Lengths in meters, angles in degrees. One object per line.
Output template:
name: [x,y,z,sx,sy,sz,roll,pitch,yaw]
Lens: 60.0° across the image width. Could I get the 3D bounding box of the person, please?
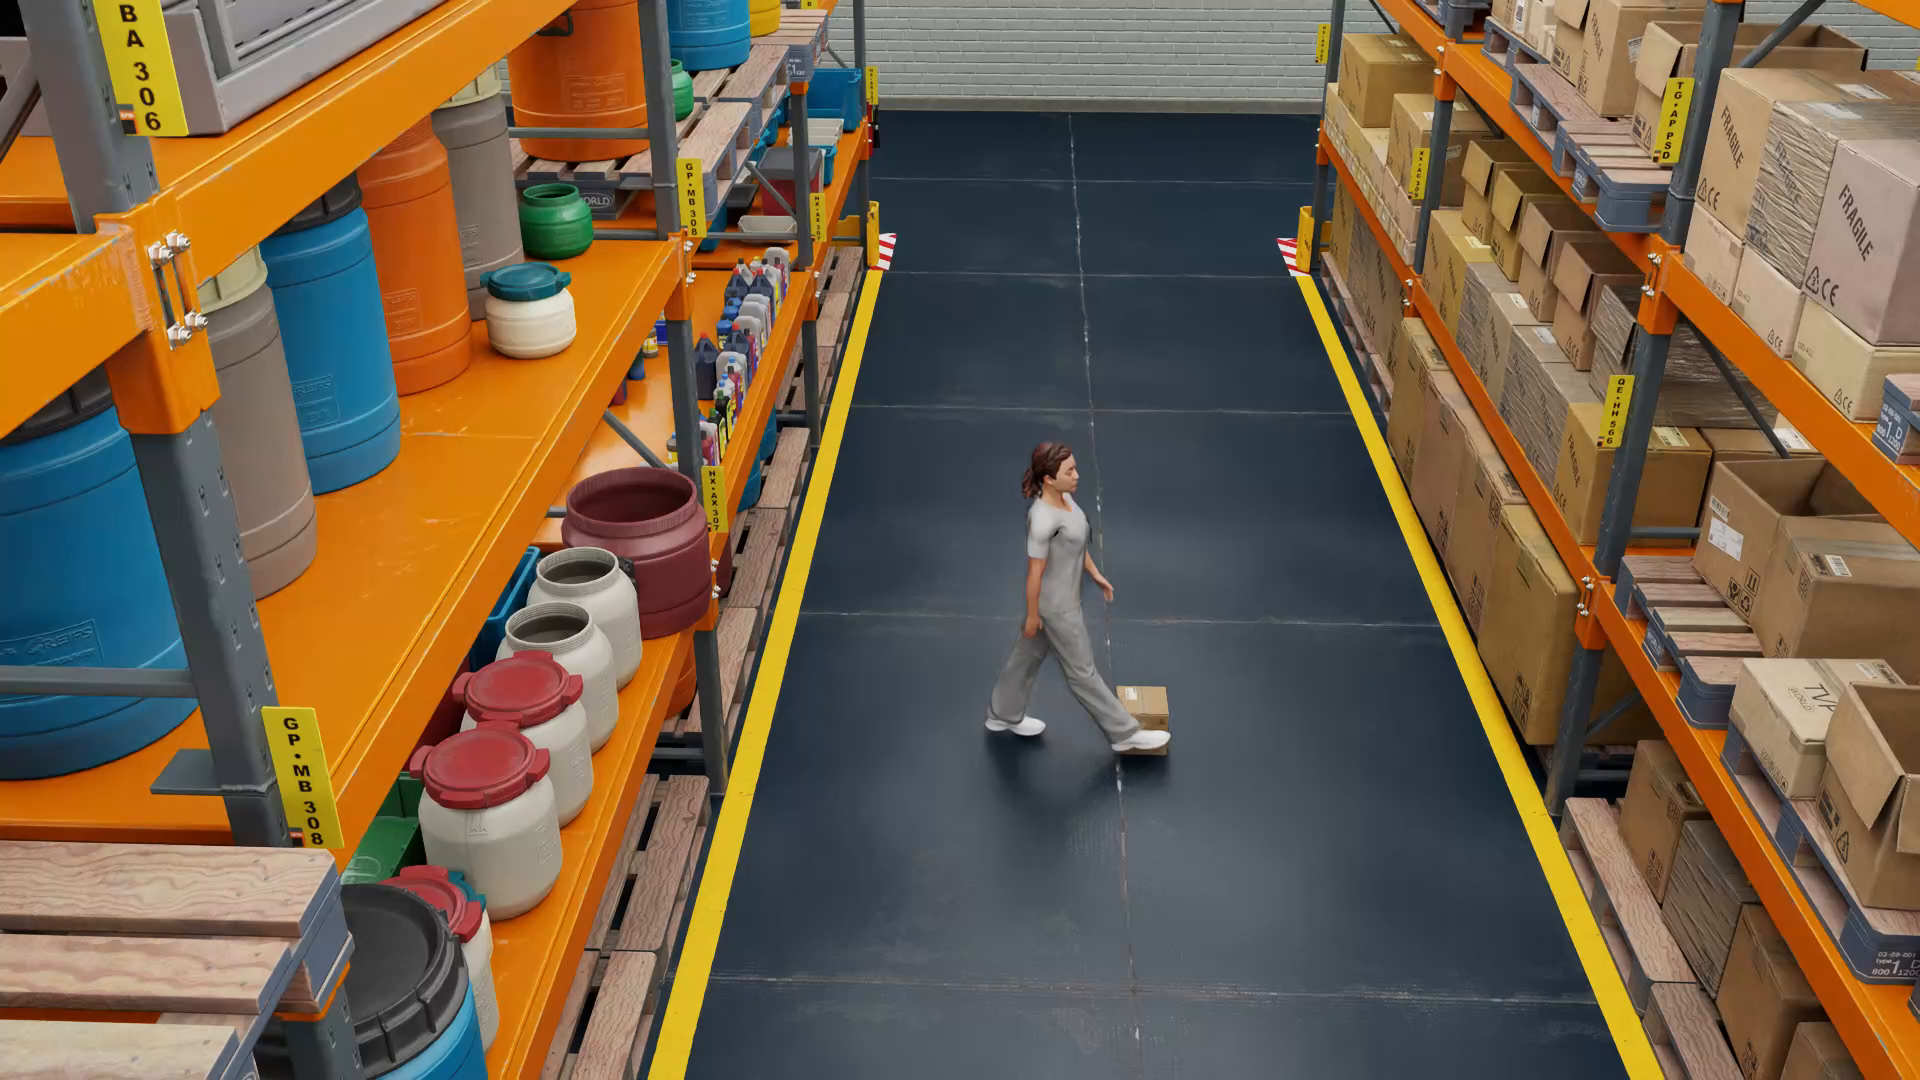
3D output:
person: [0.592,0.279,8.084,0.939,1.630,0.450,3,28,6]
